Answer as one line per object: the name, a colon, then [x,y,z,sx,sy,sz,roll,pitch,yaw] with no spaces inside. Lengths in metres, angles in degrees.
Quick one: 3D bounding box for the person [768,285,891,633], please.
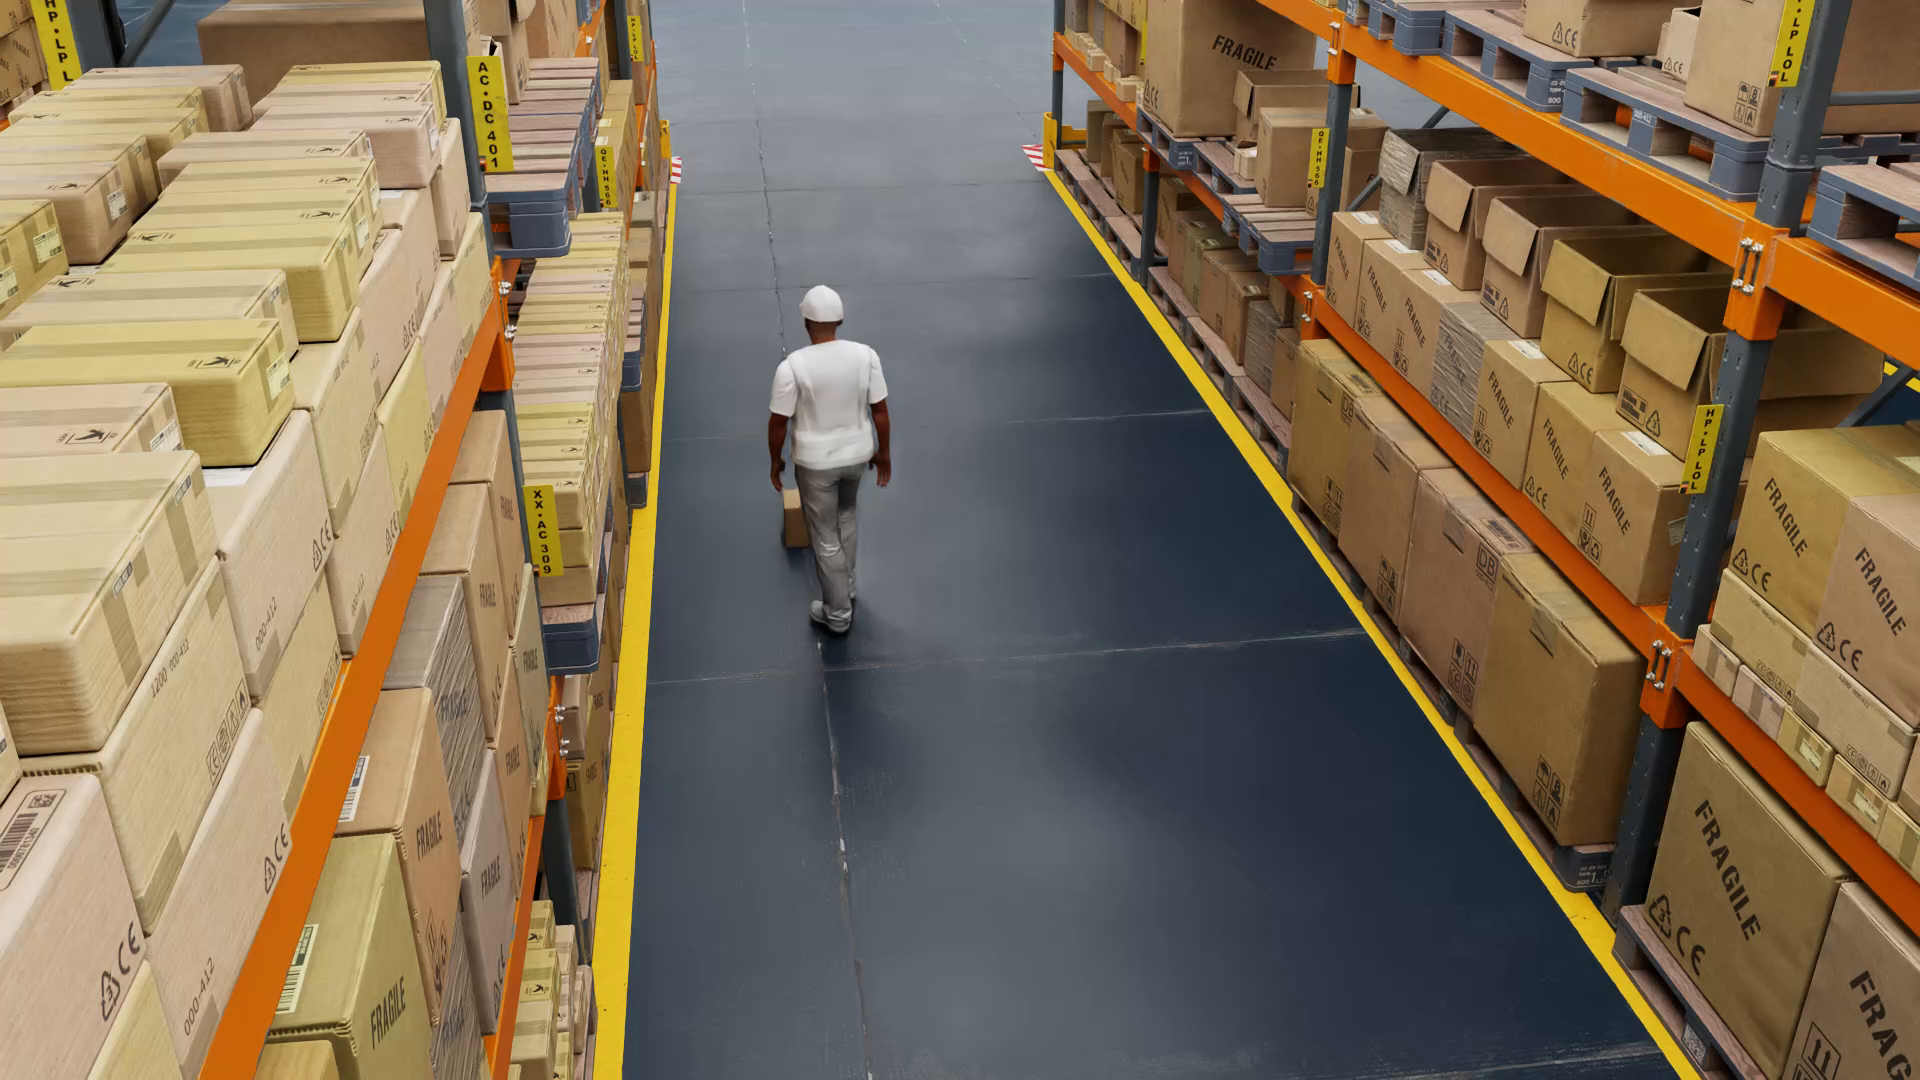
person: [-0.652,-0.388,8.368,0.595,1.802,0.515,-16,31,-28]
